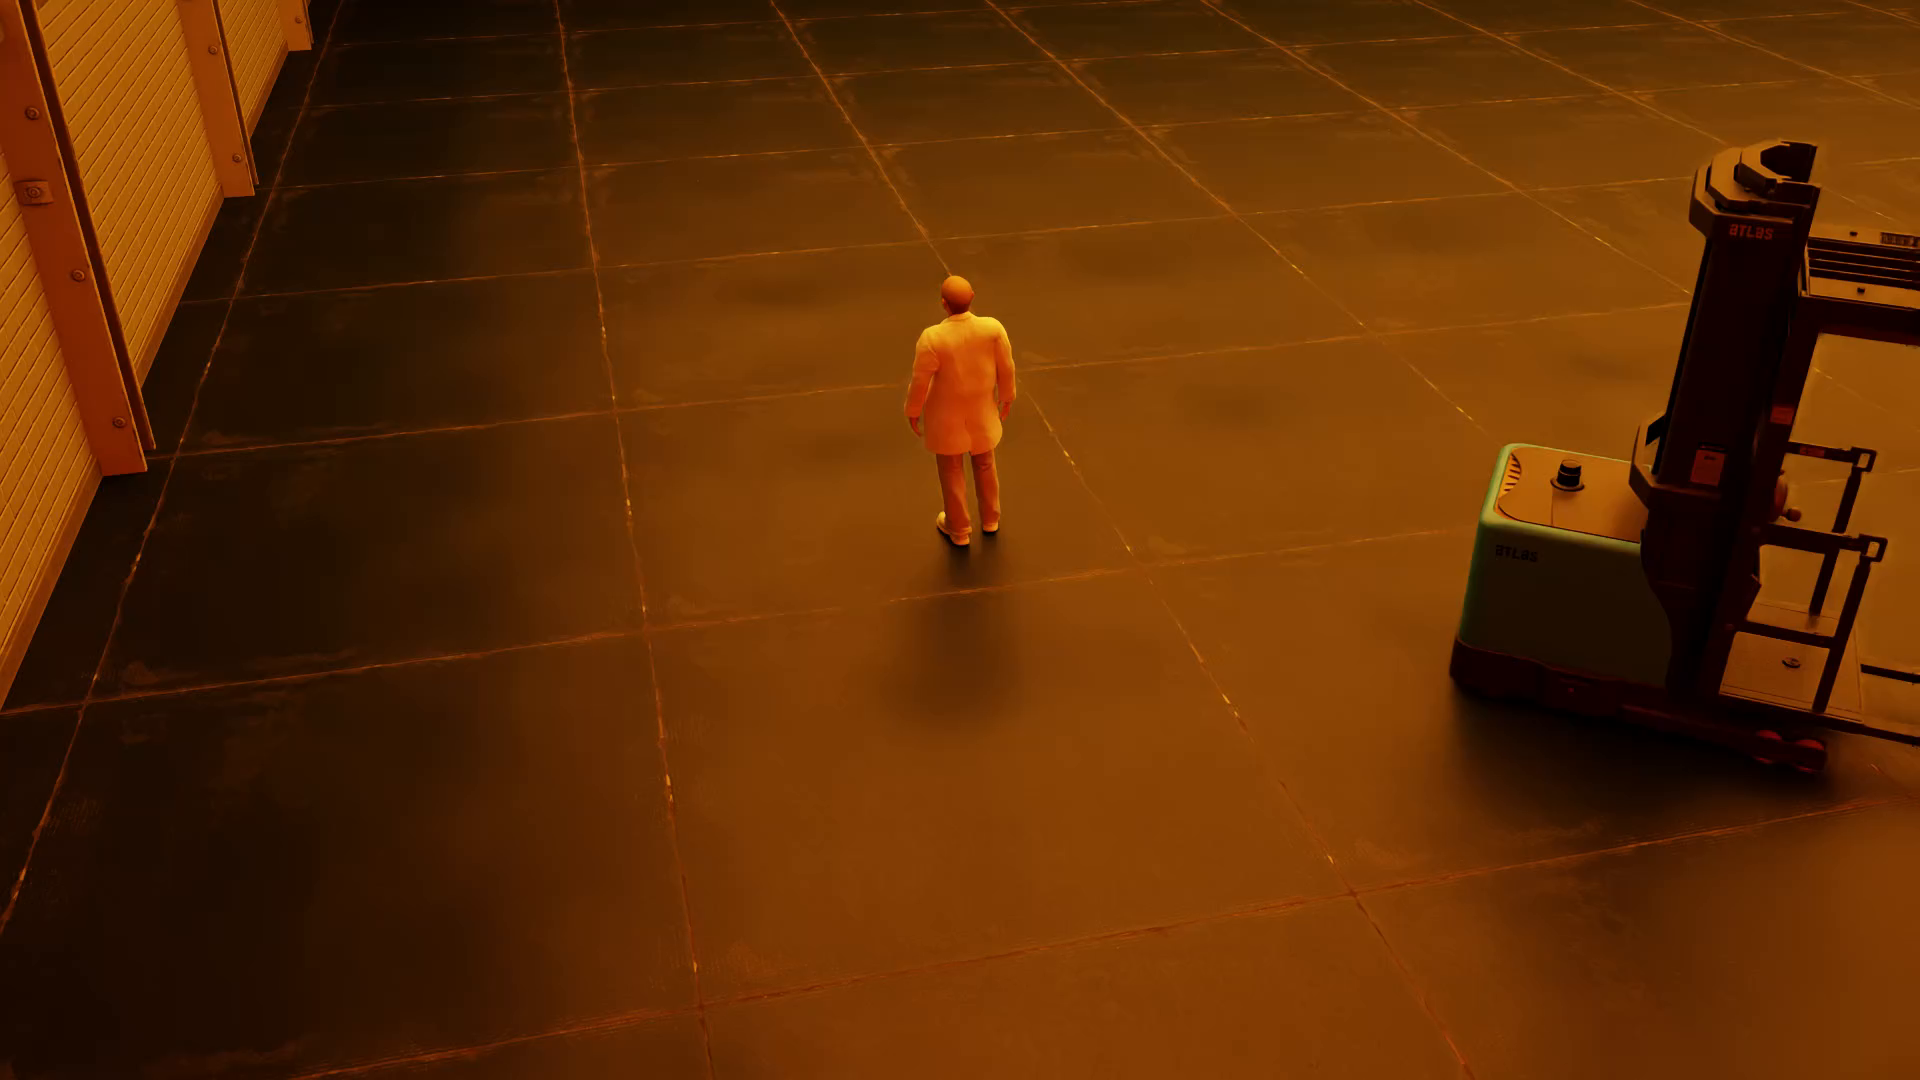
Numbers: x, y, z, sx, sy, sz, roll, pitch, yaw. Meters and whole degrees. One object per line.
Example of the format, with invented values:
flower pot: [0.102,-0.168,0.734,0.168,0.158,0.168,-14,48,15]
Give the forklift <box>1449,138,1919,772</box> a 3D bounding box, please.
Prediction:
forklift: [4.243,-0.390,8.248,3.031,2.935,1.130,12,32,20]

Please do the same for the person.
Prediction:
person: [-0.018,-0.821,10.128,0.698,1.778,0.578,-7,31,-12]
